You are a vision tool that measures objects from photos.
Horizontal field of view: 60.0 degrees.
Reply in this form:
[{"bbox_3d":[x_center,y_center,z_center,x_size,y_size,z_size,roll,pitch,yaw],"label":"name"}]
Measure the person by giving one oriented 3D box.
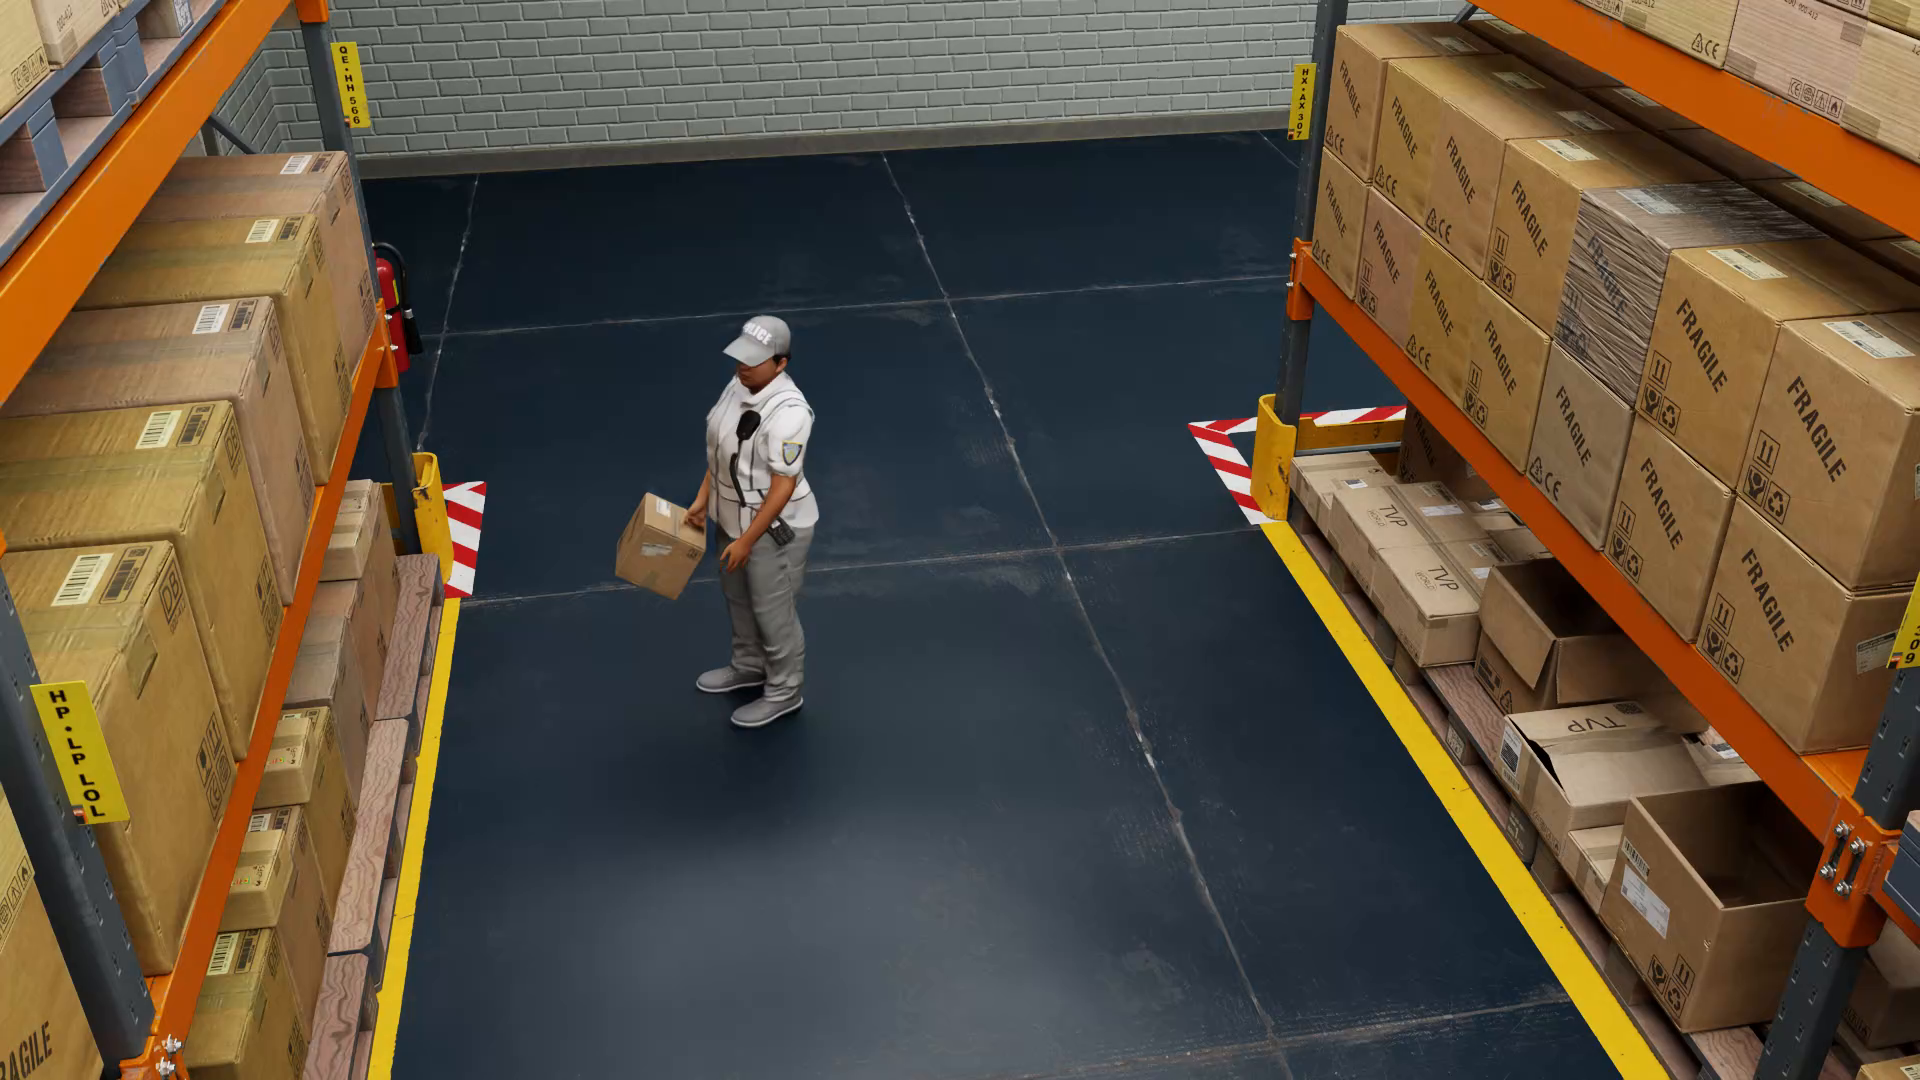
[{"bbox_3d":[-0.783,-0.061,6.218,0.439,1.674,0.555,-17,35,-26],"label":"person"}]
